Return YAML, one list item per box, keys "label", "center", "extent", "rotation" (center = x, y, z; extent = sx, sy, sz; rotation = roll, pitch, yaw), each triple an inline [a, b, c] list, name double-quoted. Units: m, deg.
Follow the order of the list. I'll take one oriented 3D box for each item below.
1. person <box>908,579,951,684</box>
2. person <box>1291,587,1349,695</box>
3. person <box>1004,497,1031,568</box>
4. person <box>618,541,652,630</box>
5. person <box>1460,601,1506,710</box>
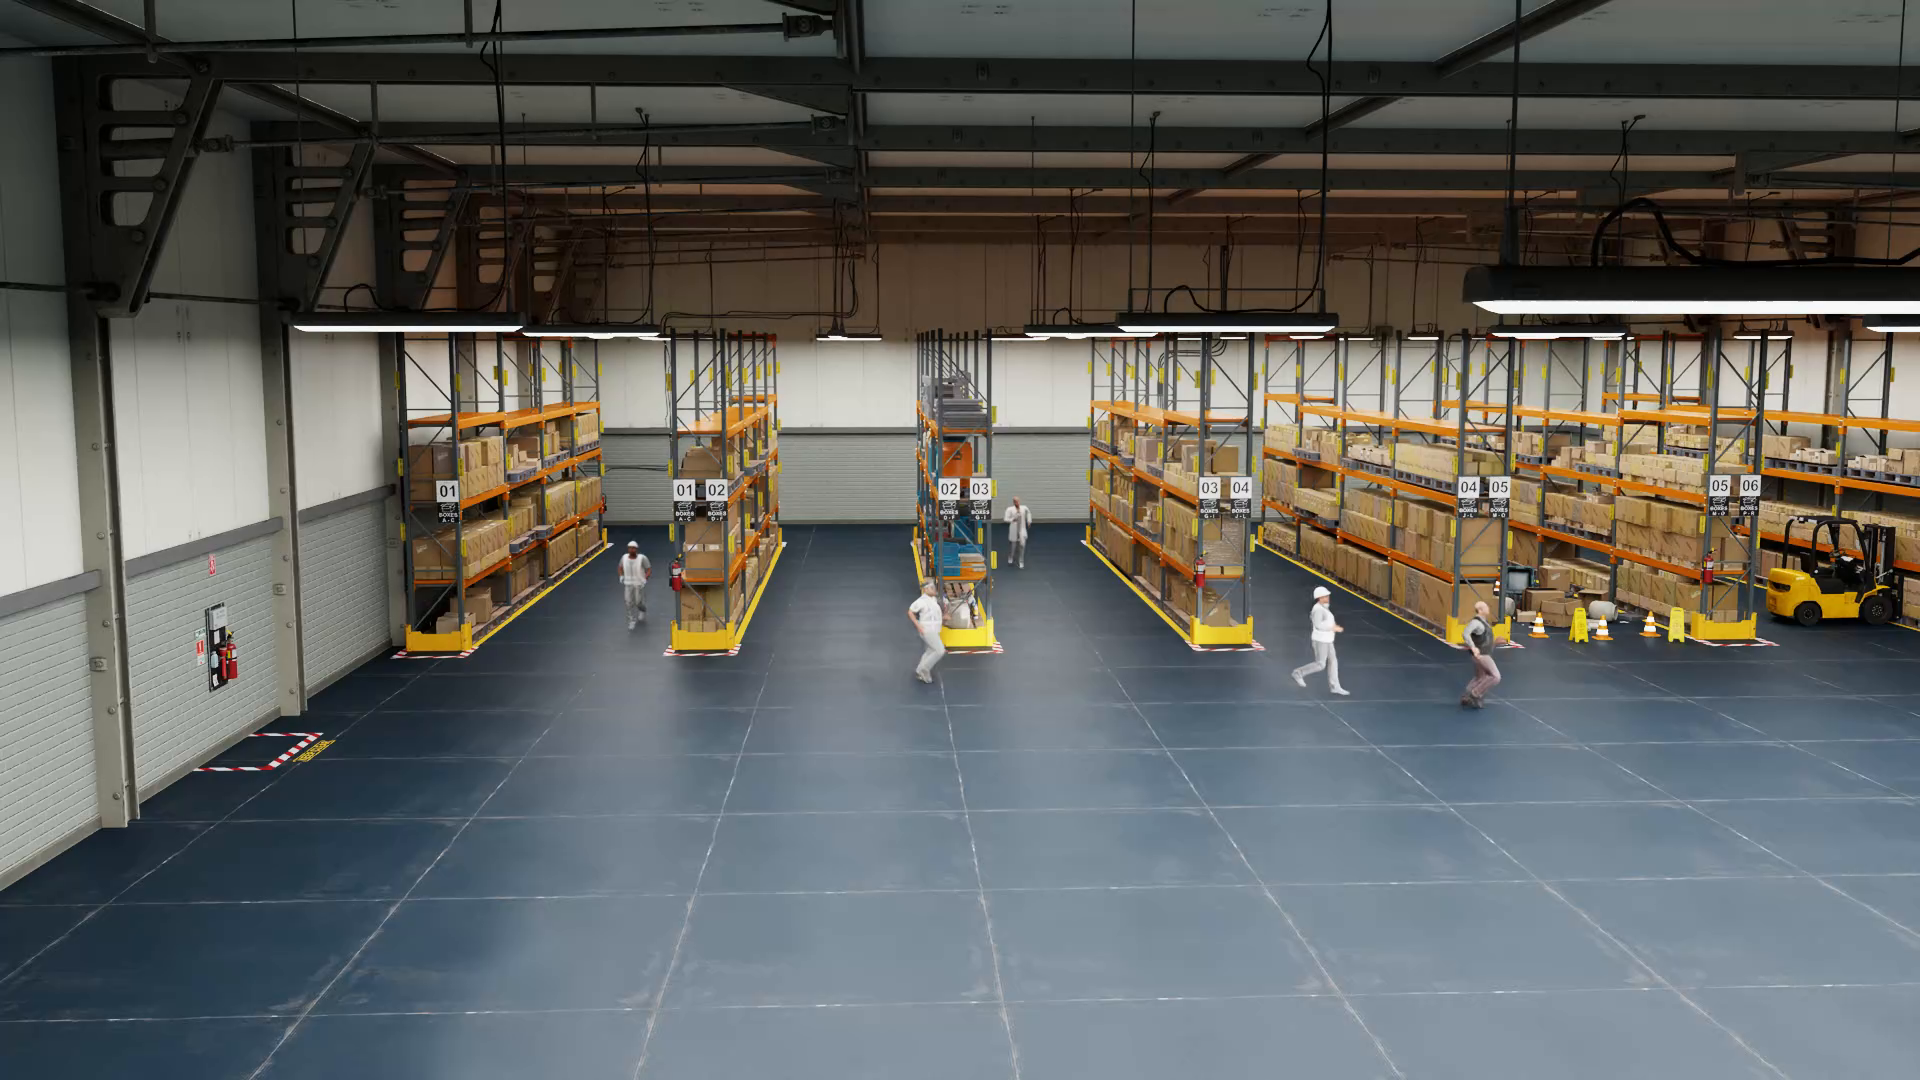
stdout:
- label: "person"
  center: [-0.467, 1.543, 28.112]
  extent: [0.664, 1.774, 0.645]
  rotation: [2, 7, 20]
- label: "person"
  center: [5.920, 1.643, 27.177]
  extent: [0.911, 1.769, 0.661]
  rotation: [3, 7, 22]
- label: "person"
  center: [1.486, -0.205, 42.883]
  extent: [0.732, 1.835, 0.988]
  rotation: [-1, 7, -6]
- label: "person"
  center: [-6.588, 0.897, 33.671]
  extent: [0.692, 1.767, 0.812]
  rotation: [0, 7, 3]
- label: "person"
  center: [8.193, 1.807, 26.040]
  extent: [0.663, 1.692, 0.634]
  rotation: [3, 7, 24]
